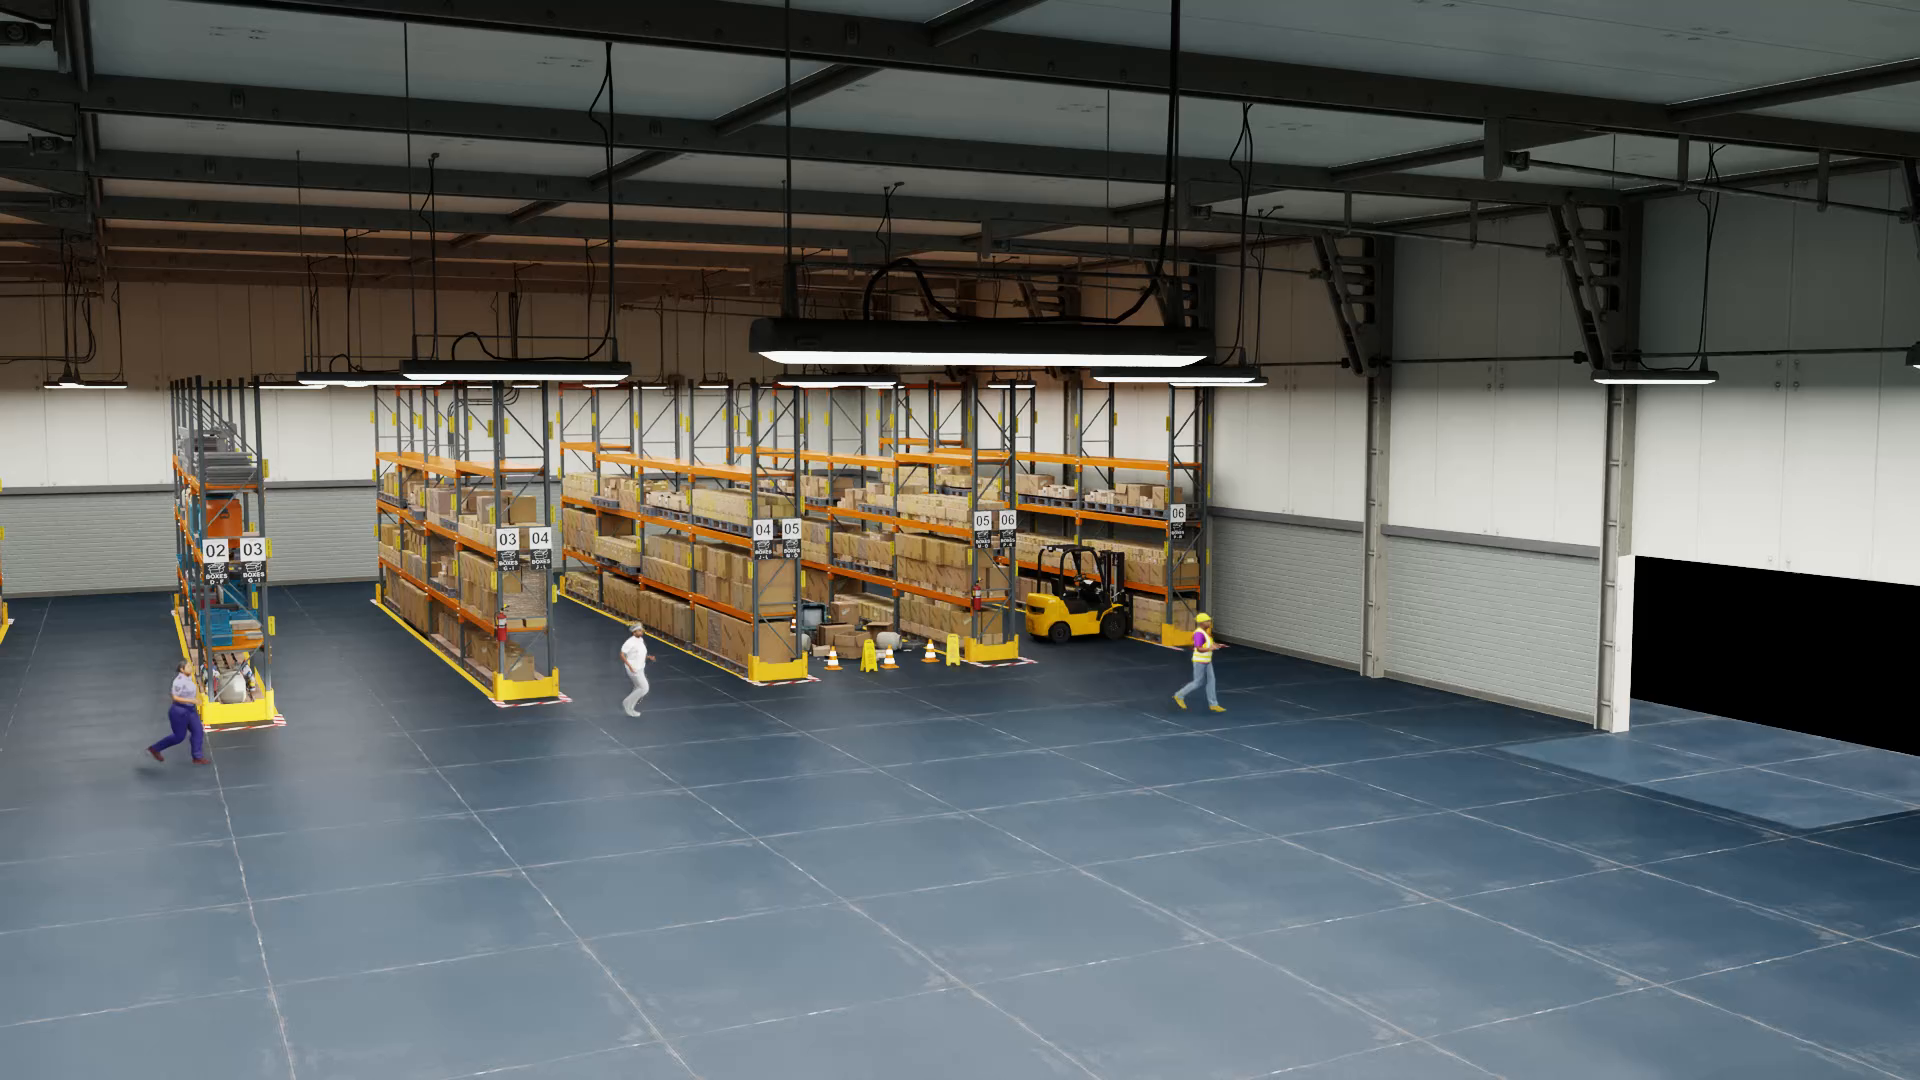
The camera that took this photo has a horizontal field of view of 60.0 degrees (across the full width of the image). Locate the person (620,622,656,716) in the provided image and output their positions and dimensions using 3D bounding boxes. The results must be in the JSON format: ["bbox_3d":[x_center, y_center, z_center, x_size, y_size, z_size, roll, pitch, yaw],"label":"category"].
[{"bbox_3d":[-5.671,2.279,29.407,0.564,1.663,0.561,1,5,11],"label":"person"}]

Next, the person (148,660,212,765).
[{"bbox_3d":[-11.957,2.645,25.463,0.886,1.630,0.592,0,5,-5],"label":"person"}]

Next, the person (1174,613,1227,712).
[{"bbox_3d":[4.296,2.178,29.659,0.949,1.757,0.722,2,6,23],"label":"person"}]

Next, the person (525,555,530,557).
[{"bbox_3d":[-12.294,0.780,46.451,0.609,1.643,0.877,0,5,1],"label":"person"}]
